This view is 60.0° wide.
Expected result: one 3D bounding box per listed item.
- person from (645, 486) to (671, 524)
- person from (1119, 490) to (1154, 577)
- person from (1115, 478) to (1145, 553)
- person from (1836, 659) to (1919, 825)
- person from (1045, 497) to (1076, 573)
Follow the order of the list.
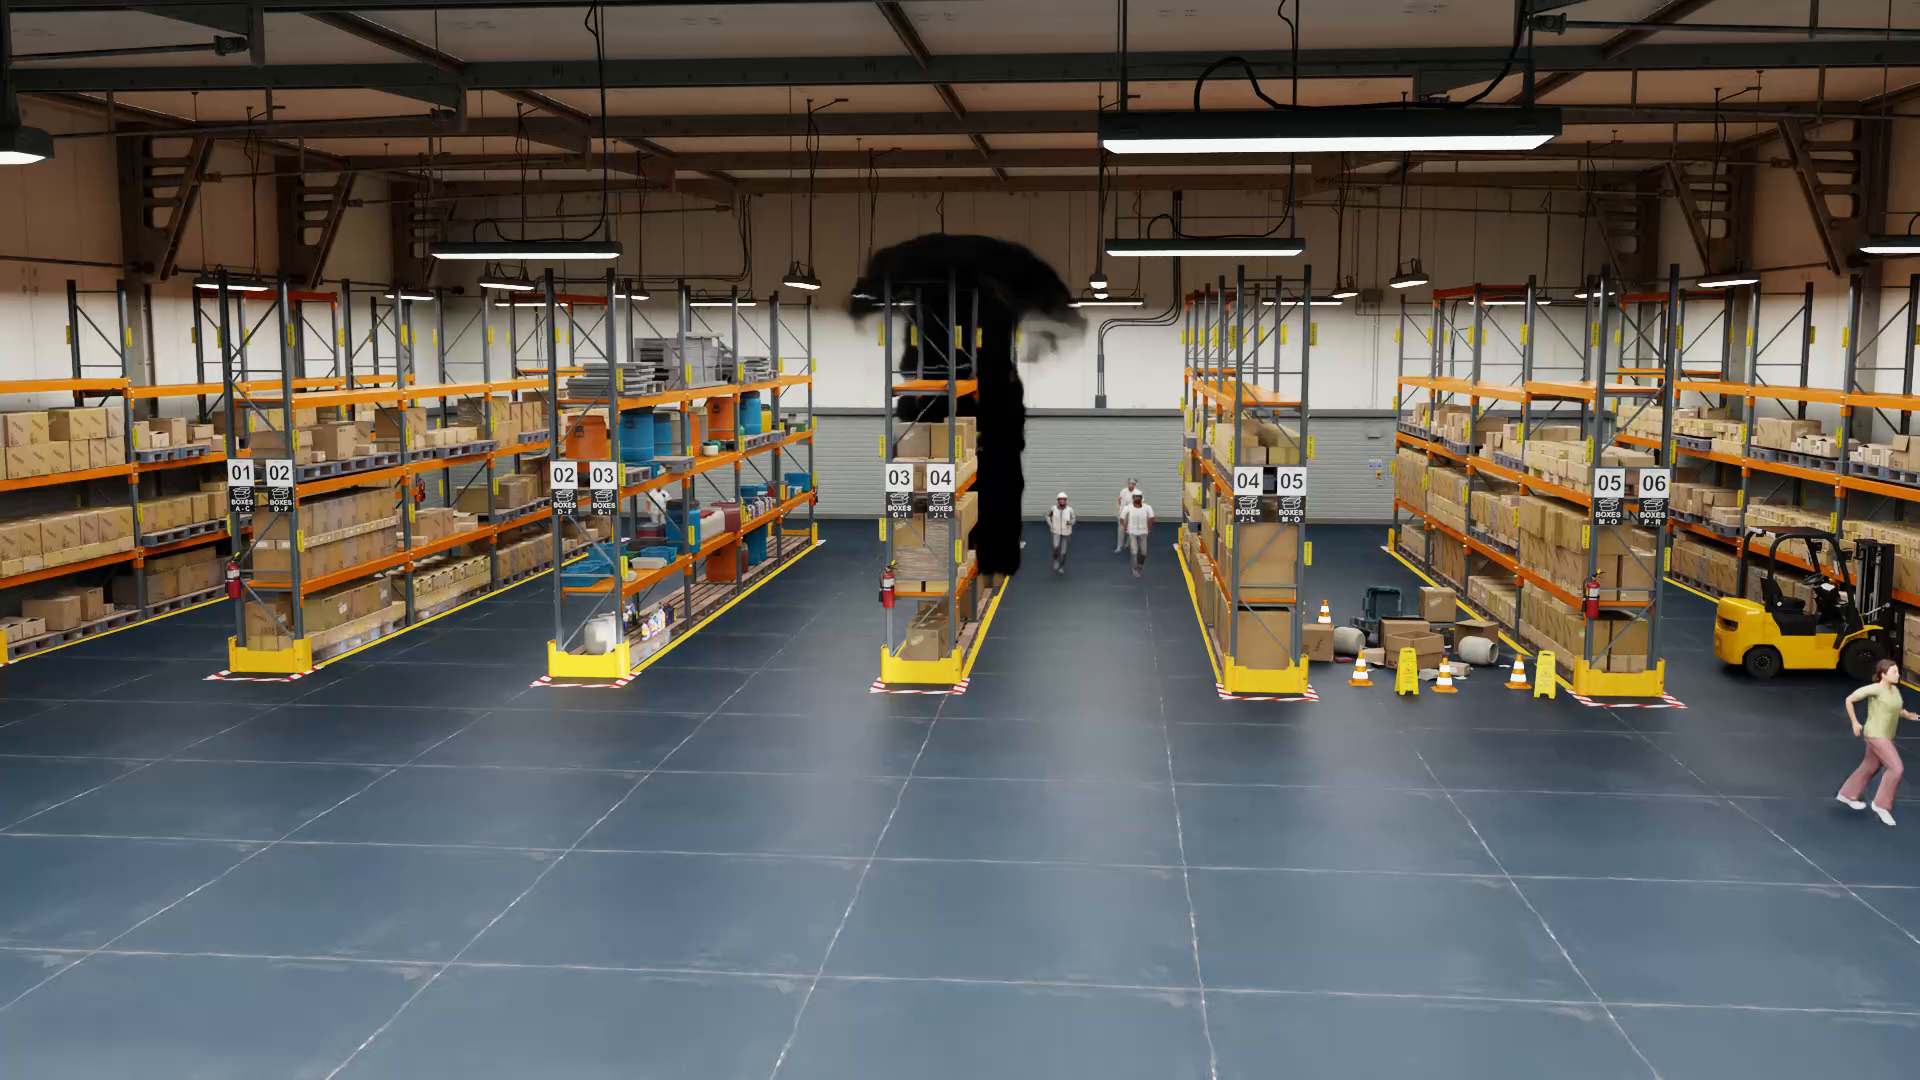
[{"bbox_3d":[-7.197,-0.655,39.741,0.616,1.552,0.498,-1,7,-11],"label":"person"},{"bbox_3d":[3.498,-0.122,32.785,0.696,1.735,0.558,0,7,0],"label":"person"},{"bbox_3d":[4.005,-0.599,39.112,0.702,1.765,0.876,3,8,22],"label":"person"},{"bbox_3d":[9.562,2.083,17.303,0.540,1.713,0.795,-5,8,-35],"label":"person"},{"bbox_3d":[2.121,-0.113,34.904,0.635,1.689,0.765,0,7,-2],"label":"person"}]
